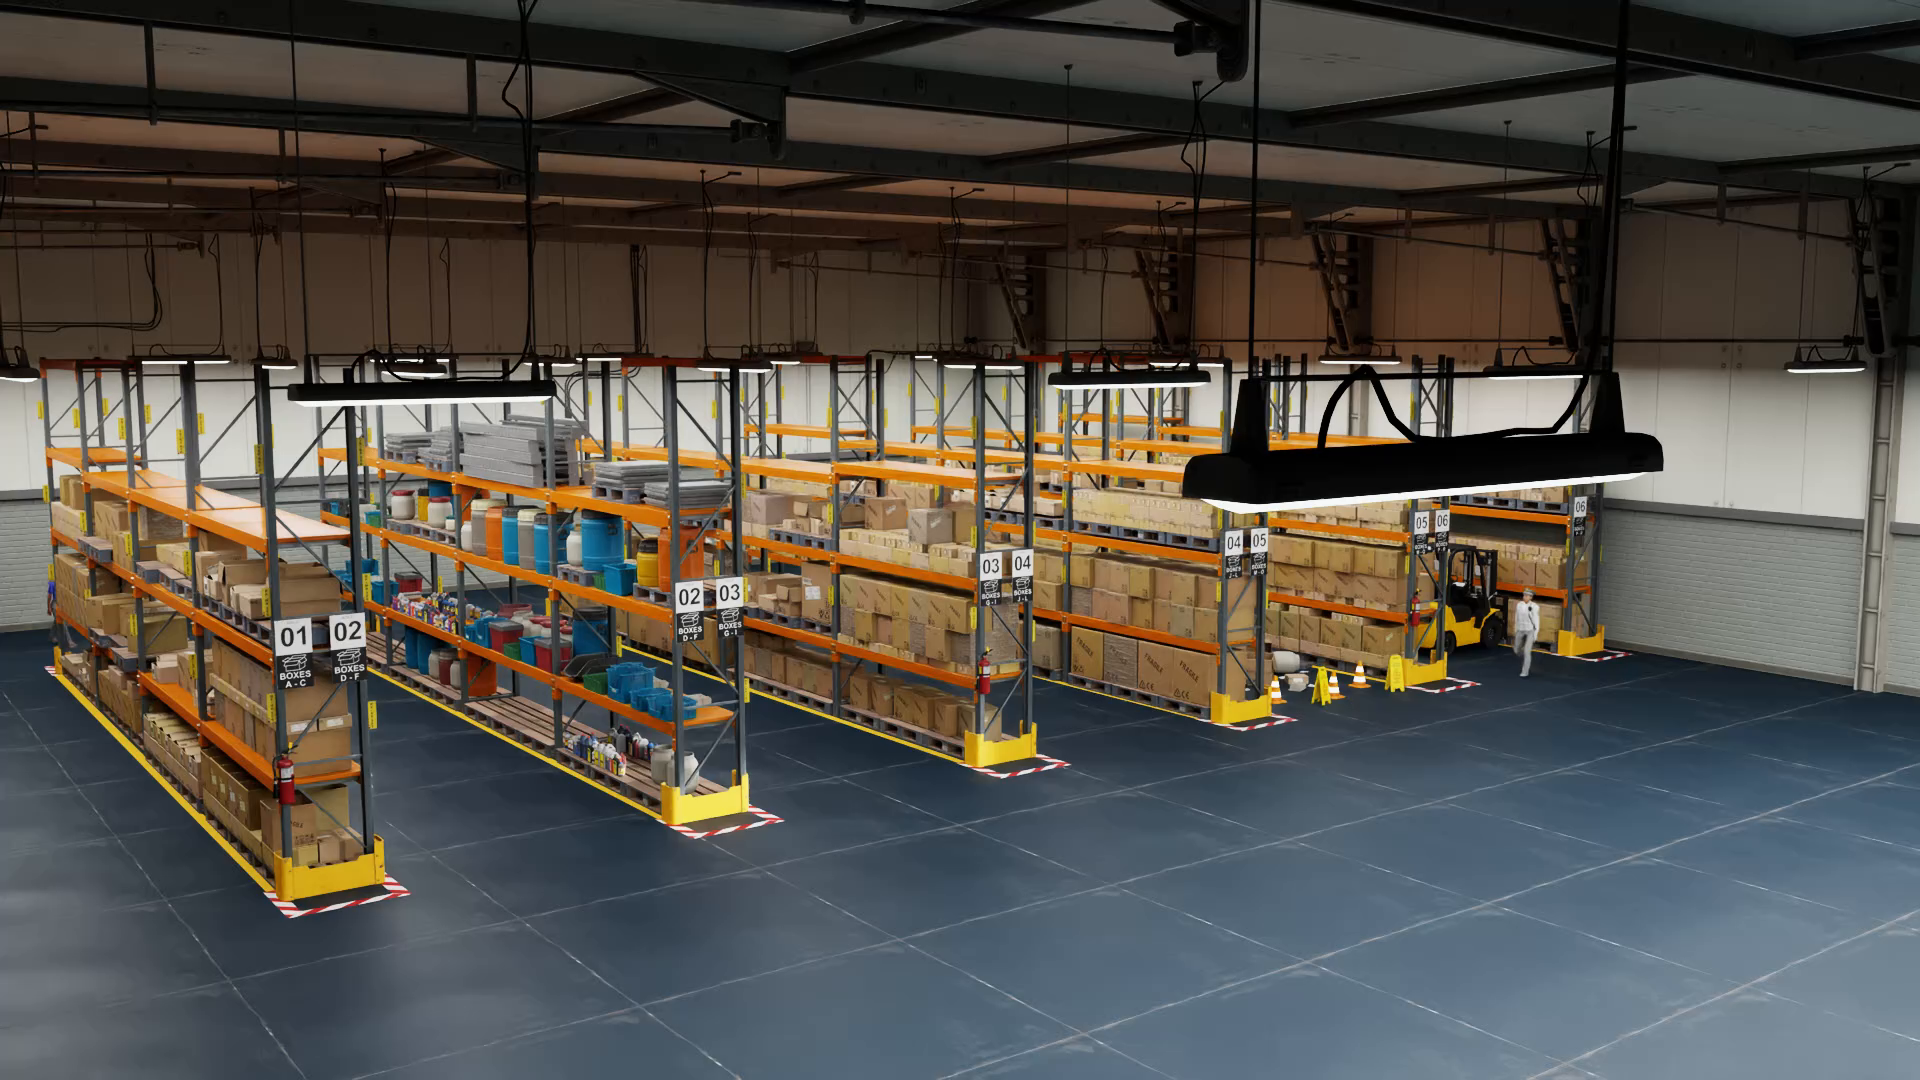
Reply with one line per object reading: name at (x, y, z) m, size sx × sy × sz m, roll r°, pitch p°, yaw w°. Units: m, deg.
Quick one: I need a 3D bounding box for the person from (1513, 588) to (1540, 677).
person at (10.701, 1.719, 31.387) m, size 0.477 × 1.677 × 0.512 m, roll 6°, pitch 9°, yaw 40°

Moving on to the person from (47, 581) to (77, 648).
person at (-18.652, 1.377, 34.526) m, size 0.977 × 1.619 × 0.480 m, roll 3°, pitch 7°, yaw 21°

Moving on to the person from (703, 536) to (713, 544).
person at (-6.296, 0.554, 40.908) m, size 1.075 × 1.748 × 0.484 m, roll -5°, pitch 8°, yaw -35°
